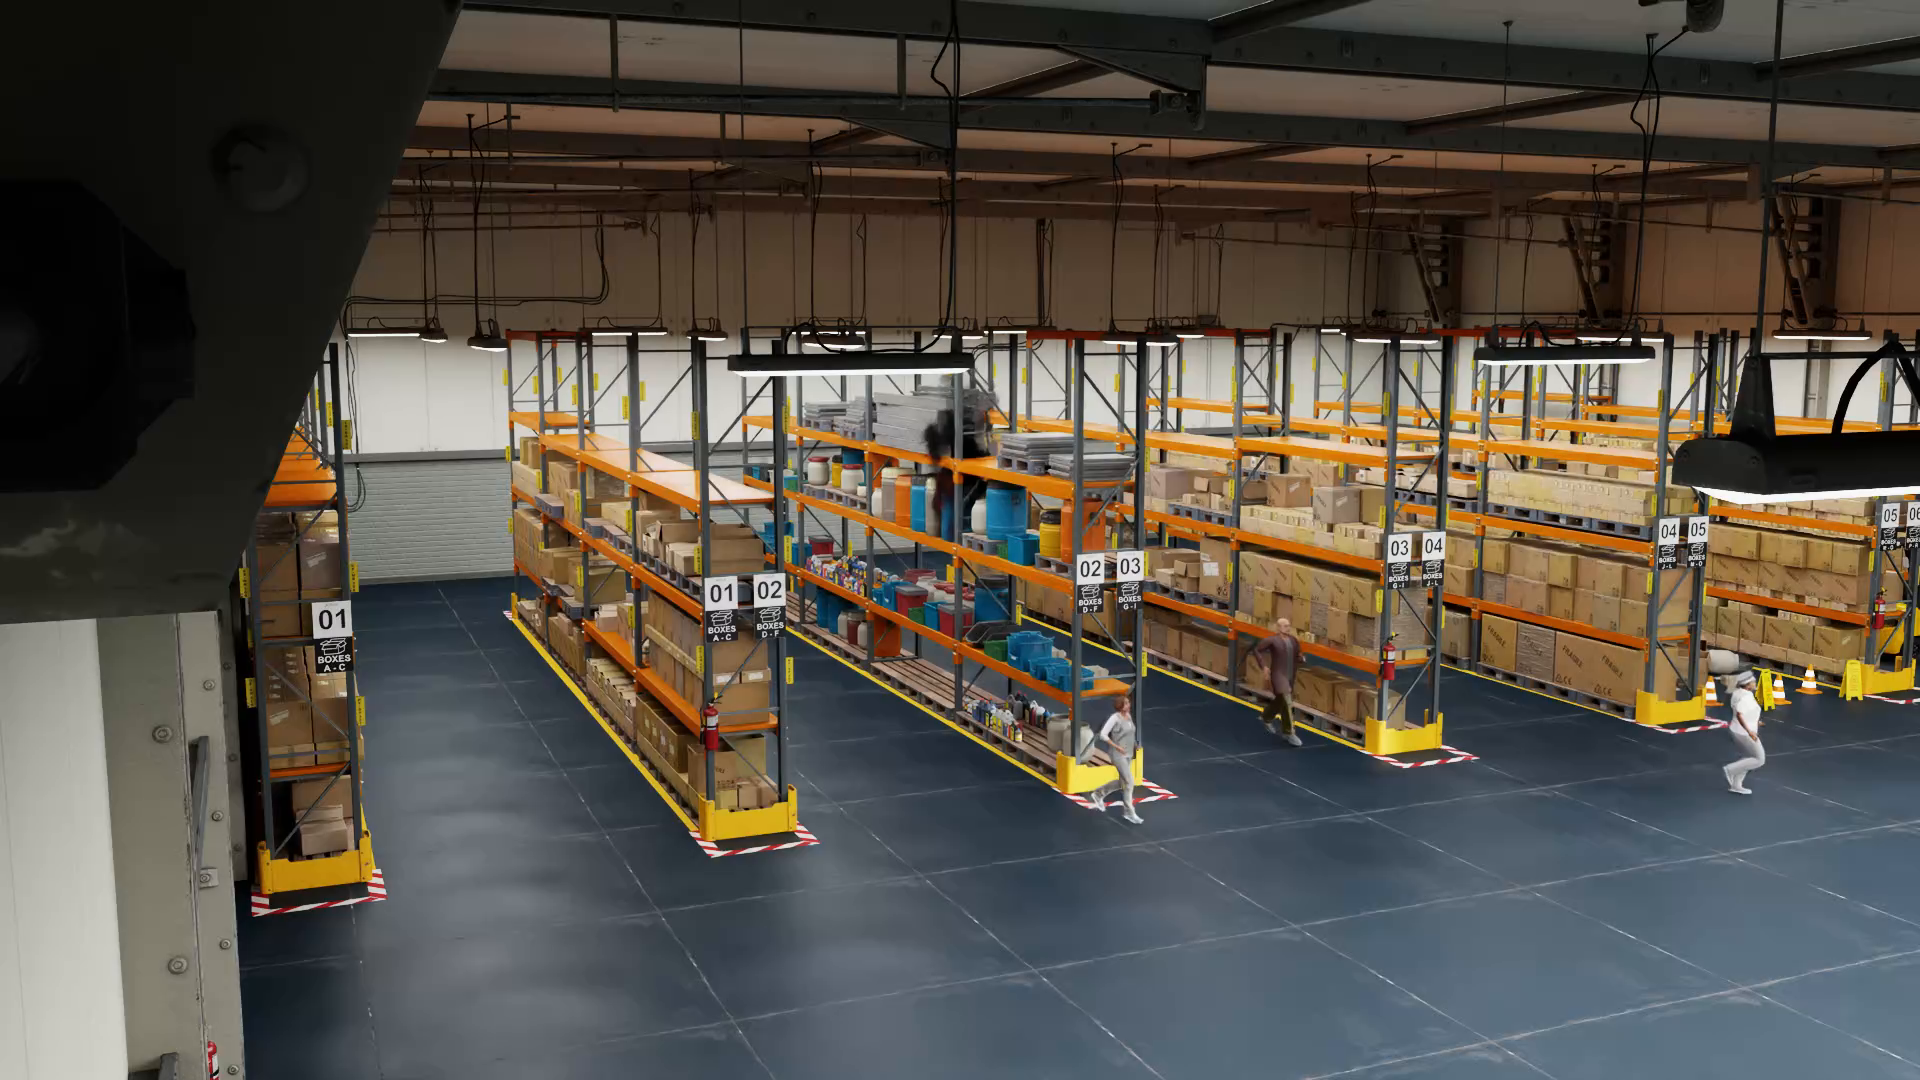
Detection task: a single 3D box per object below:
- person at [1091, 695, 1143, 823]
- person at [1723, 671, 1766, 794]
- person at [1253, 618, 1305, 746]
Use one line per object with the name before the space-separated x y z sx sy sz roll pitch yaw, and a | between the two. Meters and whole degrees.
person | 1.993 2.731 20.892 0.725 1.607 0.586 5 9 34
person | 10.376 2.538 21.970 0.560 1.655 0.582 1 8 8
person | 4.714 2.029 24.343 0.691 1.793 0.993 -5 9 -35
